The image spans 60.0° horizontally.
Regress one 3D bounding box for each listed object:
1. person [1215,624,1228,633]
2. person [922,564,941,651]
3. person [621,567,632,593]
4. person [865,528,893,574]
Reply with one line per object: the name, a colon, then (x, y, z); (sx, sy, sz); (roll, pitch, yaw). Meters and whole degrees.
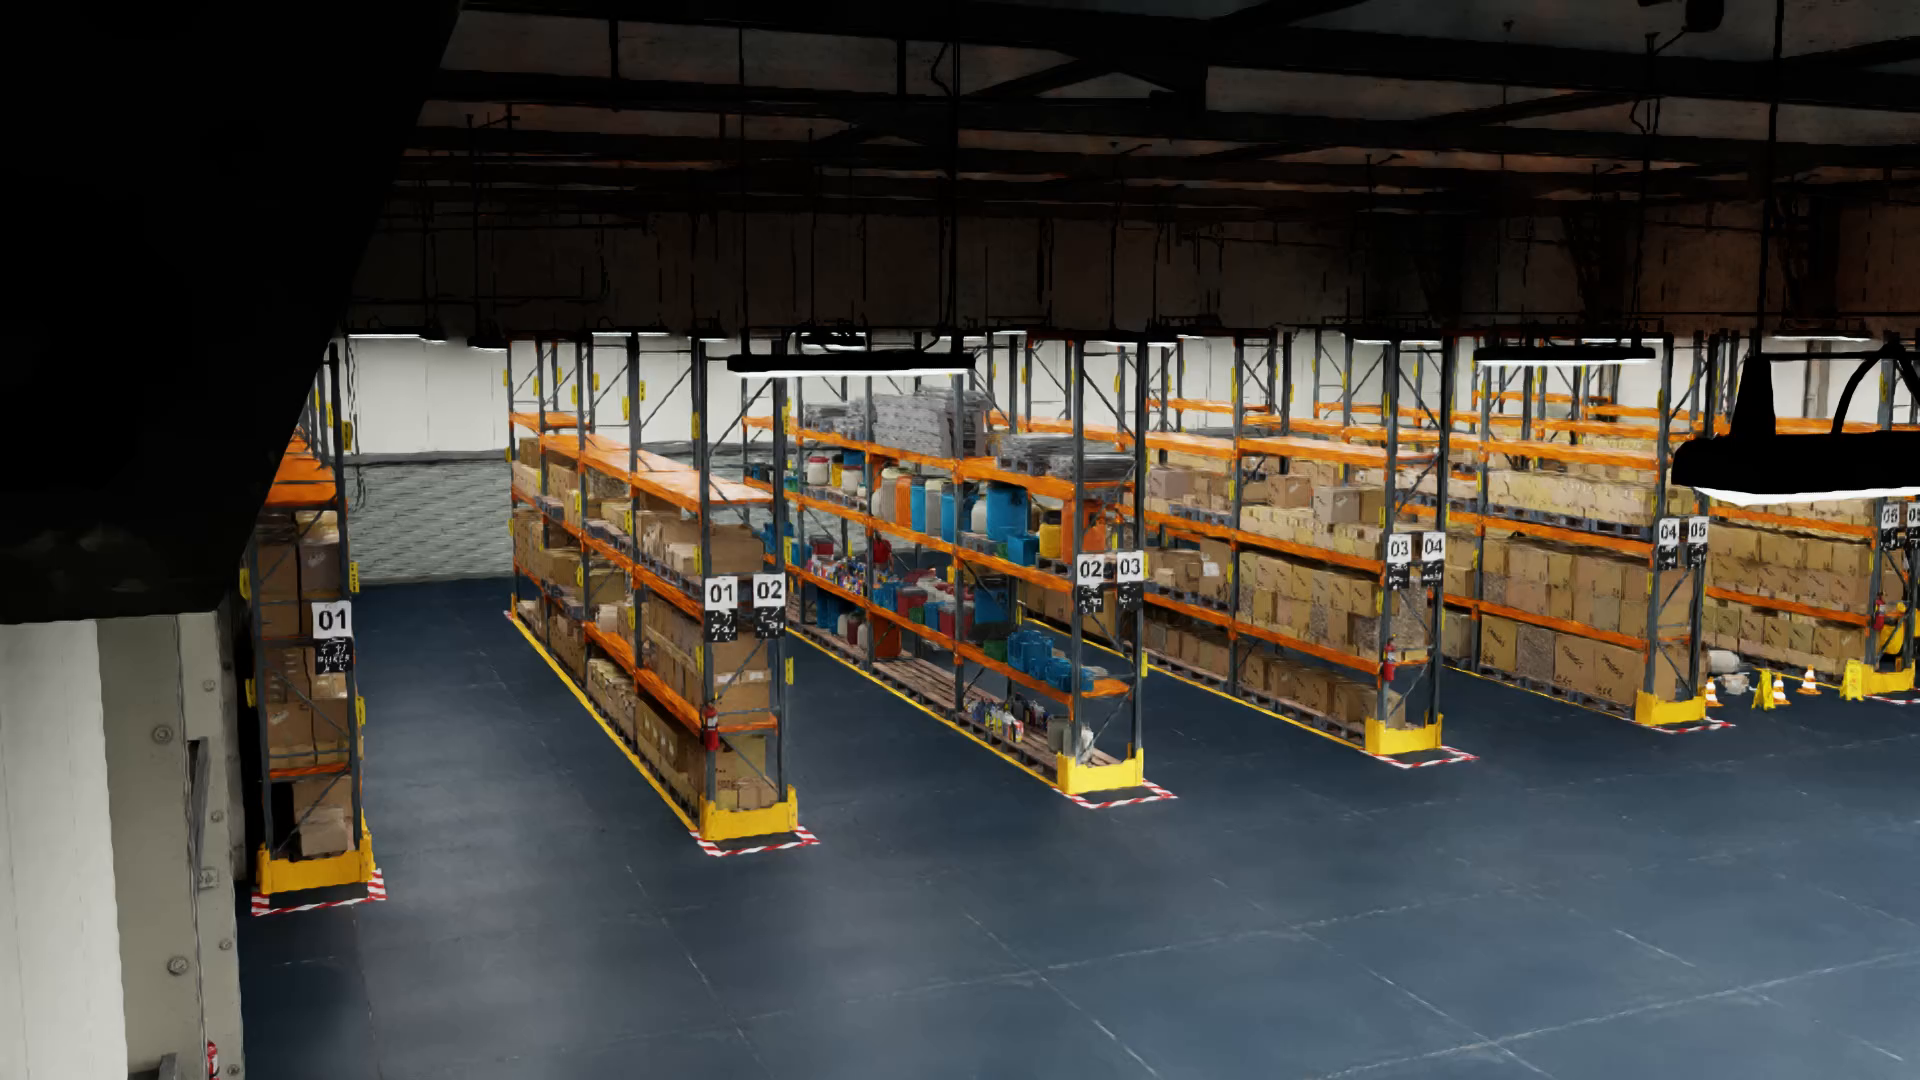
person: (5.063, 1.198, 31.512); (0.729, 1.733, 0.546); (-4, 9, -24)
person: (-0.524, 1.252, 31.486); (0.453, 1.612, 1.019); (-3, 9, -24)
person: (-7.008, 0.842, 34.535); (0.639, 1.628, 0.512); (-4, 9, -25)
person: (-1.752, 0.567, 36.308); (0.556, 1.666, 1.030); (-3, 8, -24)
